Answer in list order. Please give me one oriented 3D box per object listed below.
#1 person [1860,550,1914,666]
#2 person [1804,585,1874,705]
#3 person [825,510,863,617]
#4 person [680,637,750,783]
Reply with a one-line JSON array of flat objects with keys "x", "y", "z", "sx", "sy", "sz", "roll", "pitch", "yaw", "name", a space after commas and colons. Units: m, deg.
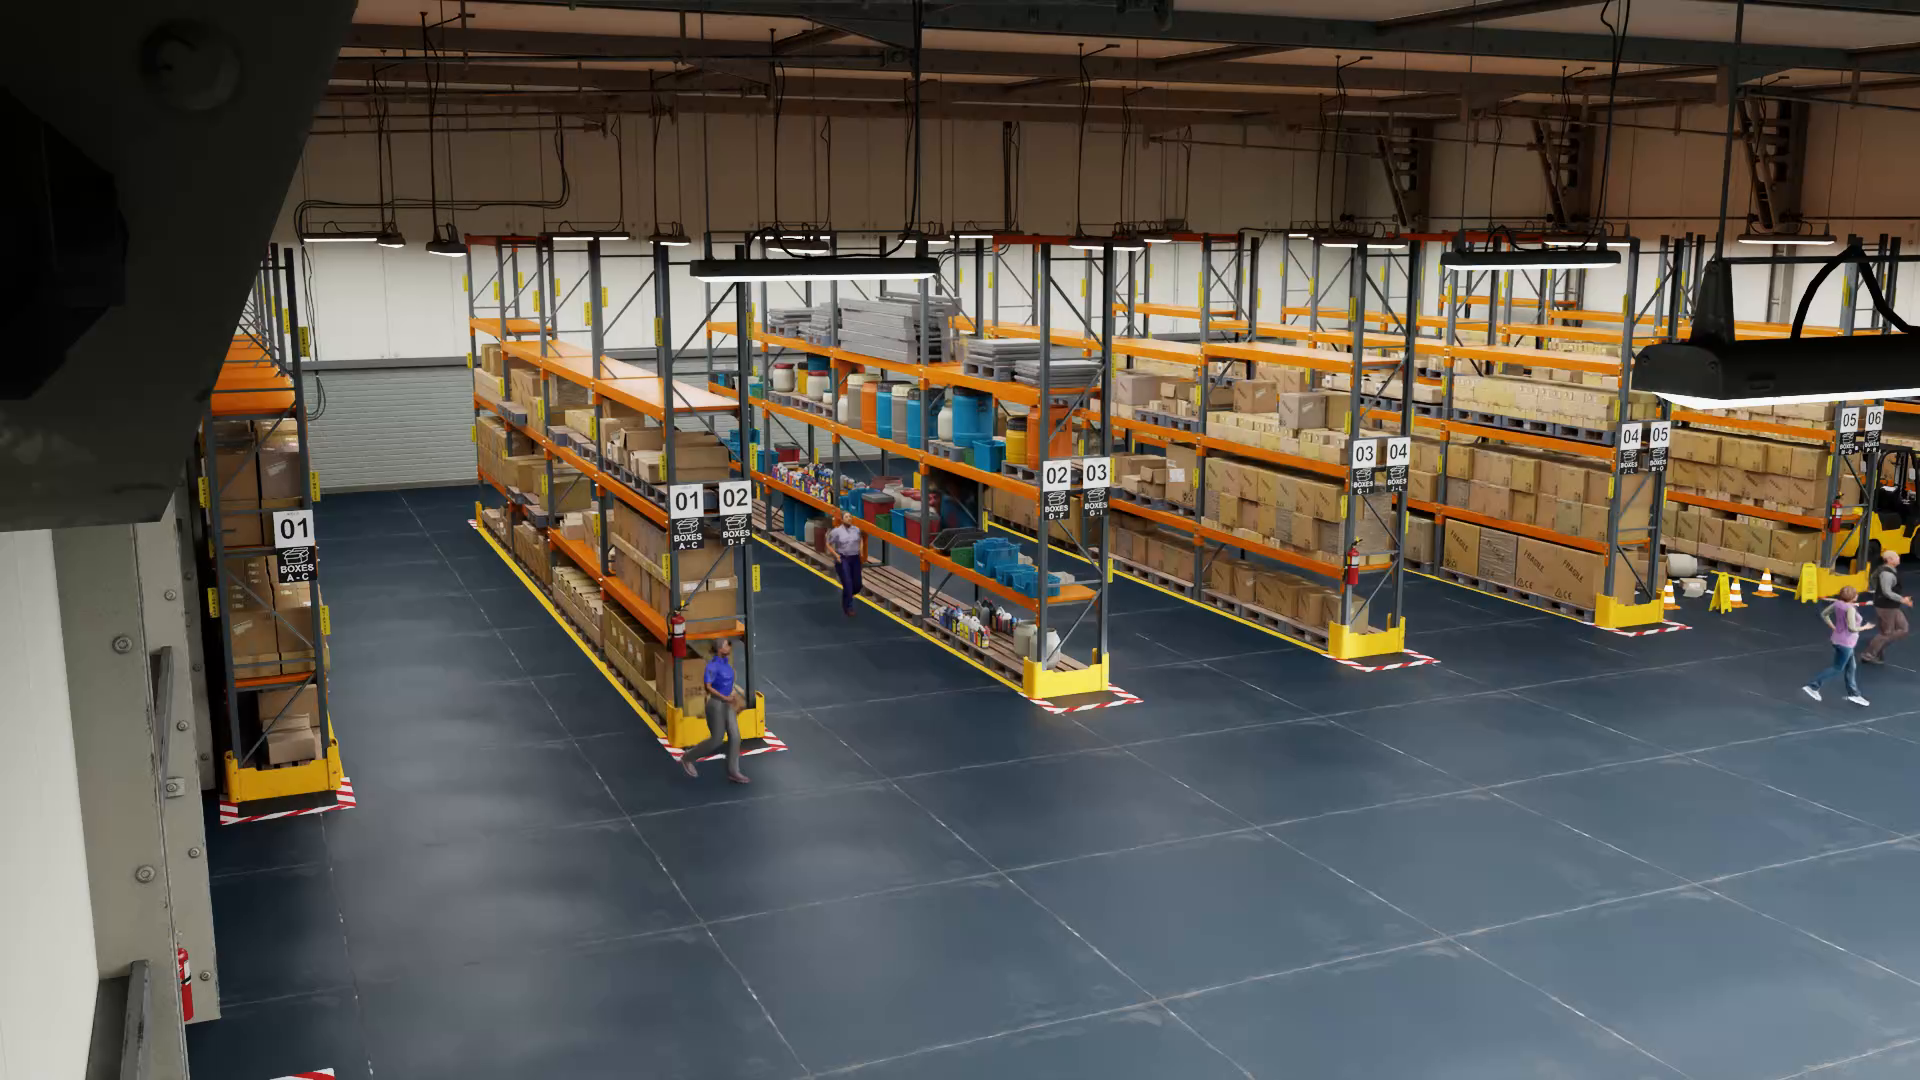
[{"x": 13.263, "y": 0.961, "z": 23.734, "sx": 0.592, "sy": 1.678, "sz": 0.672, "roll": 6, "pitch": 12, "yaw": 26, "name": "person"}, {"x": 11.519, "y": 1.377, "z": 21.713, "sx": 0.851, "sy": 1.606, "sz": 0.535, "roll": 2, "pitch": 11, "yaw": 9, "name": "person"}, {"x": -1.741, "y": 0.359, "z": 25.598, "sx": 0.613, "sy": 1.616, "sz": 0.633, "roll": -6, "pitch": 13, "yaw": -29, "name": "person"}, {"x": -2.750, "y": 1.917, "z": 19.016, "sx": 0.816, "sy": 1.616, "sz": 0.649, "roll": 2, "pitch": 11, "yaw": 12, "name": "person"}]
